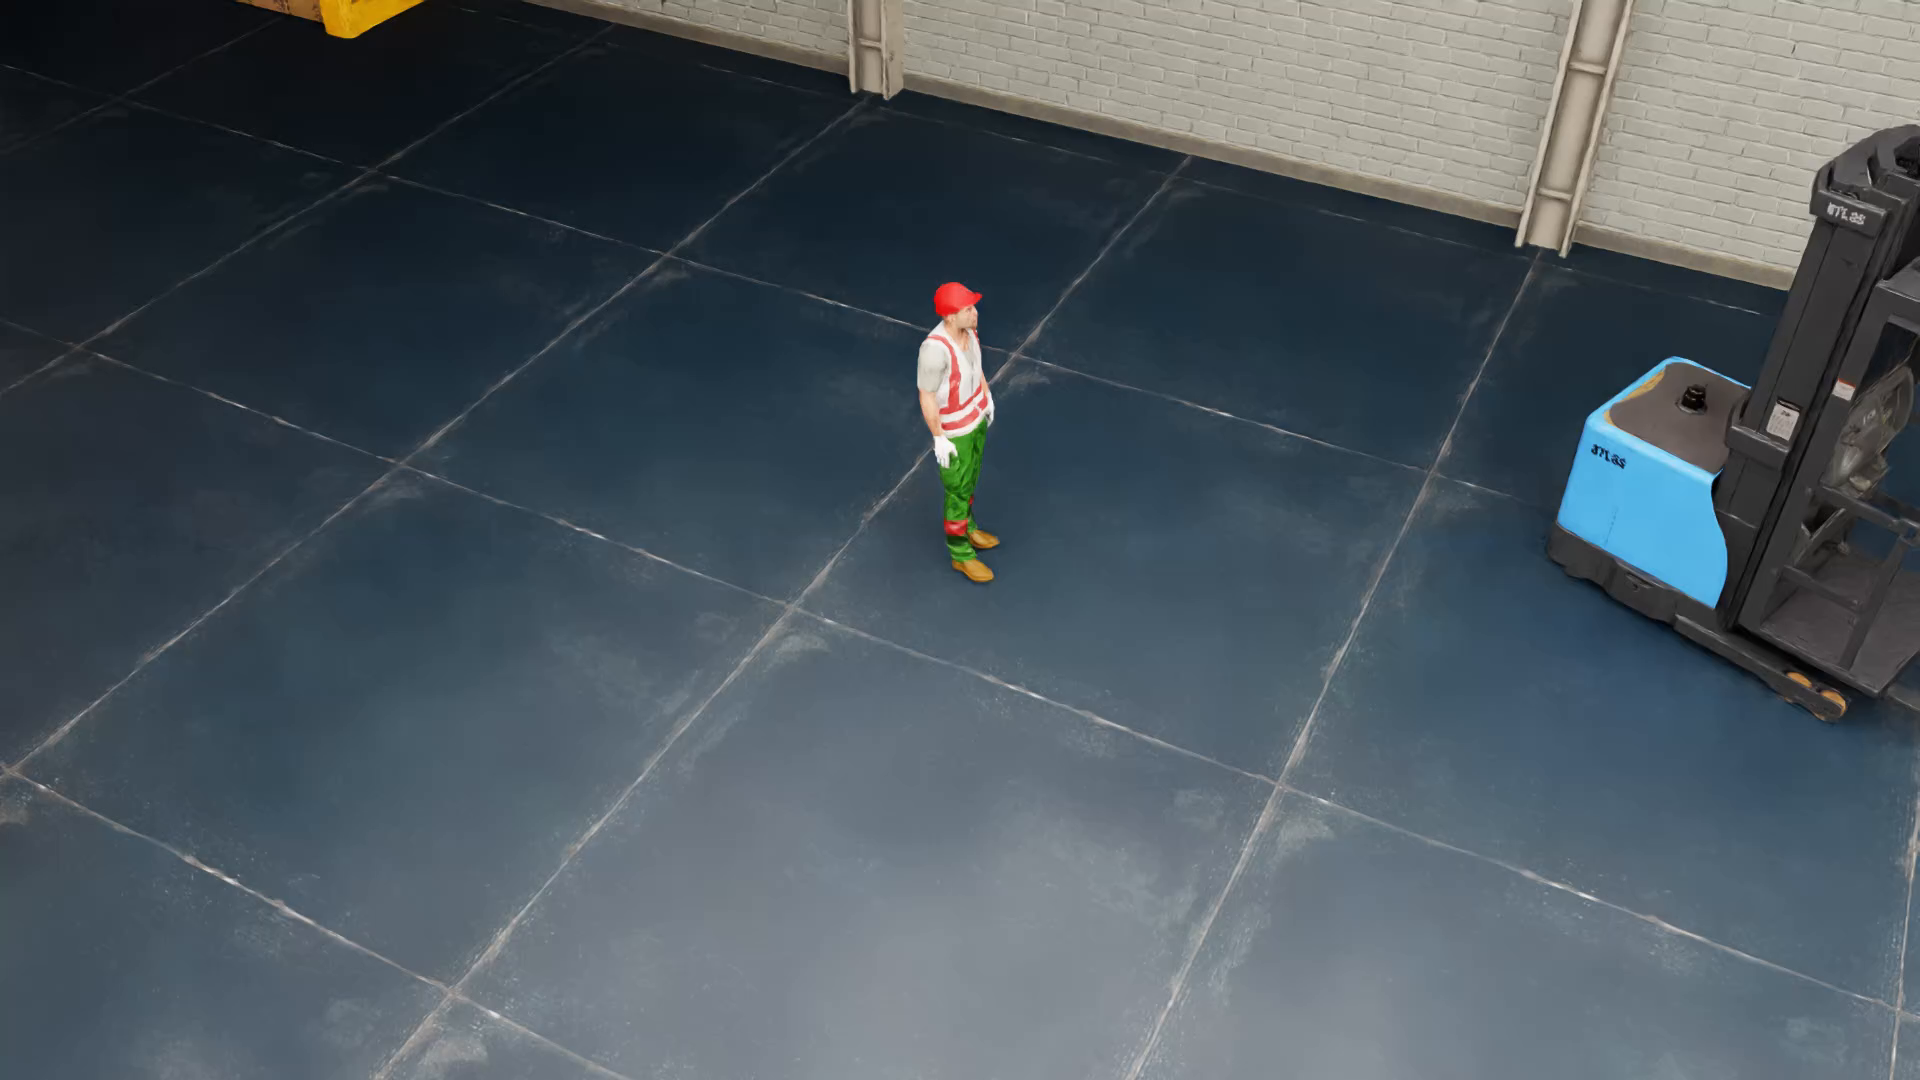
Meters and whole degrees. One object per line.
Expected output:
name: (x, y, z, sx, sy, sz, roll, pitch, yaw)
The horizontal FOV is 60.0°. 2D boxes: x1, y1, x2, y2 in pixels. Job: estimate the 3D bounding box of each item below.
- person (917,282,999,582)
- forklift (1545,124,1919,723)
person: (0.068, -0.659, 9.644, 0.559, 1.787, 0.637, 18, 43, 21)
forklift: (4.912, -0.508, 8.589, 1.130, 2.935, 3.031, -31, 49, -31)
